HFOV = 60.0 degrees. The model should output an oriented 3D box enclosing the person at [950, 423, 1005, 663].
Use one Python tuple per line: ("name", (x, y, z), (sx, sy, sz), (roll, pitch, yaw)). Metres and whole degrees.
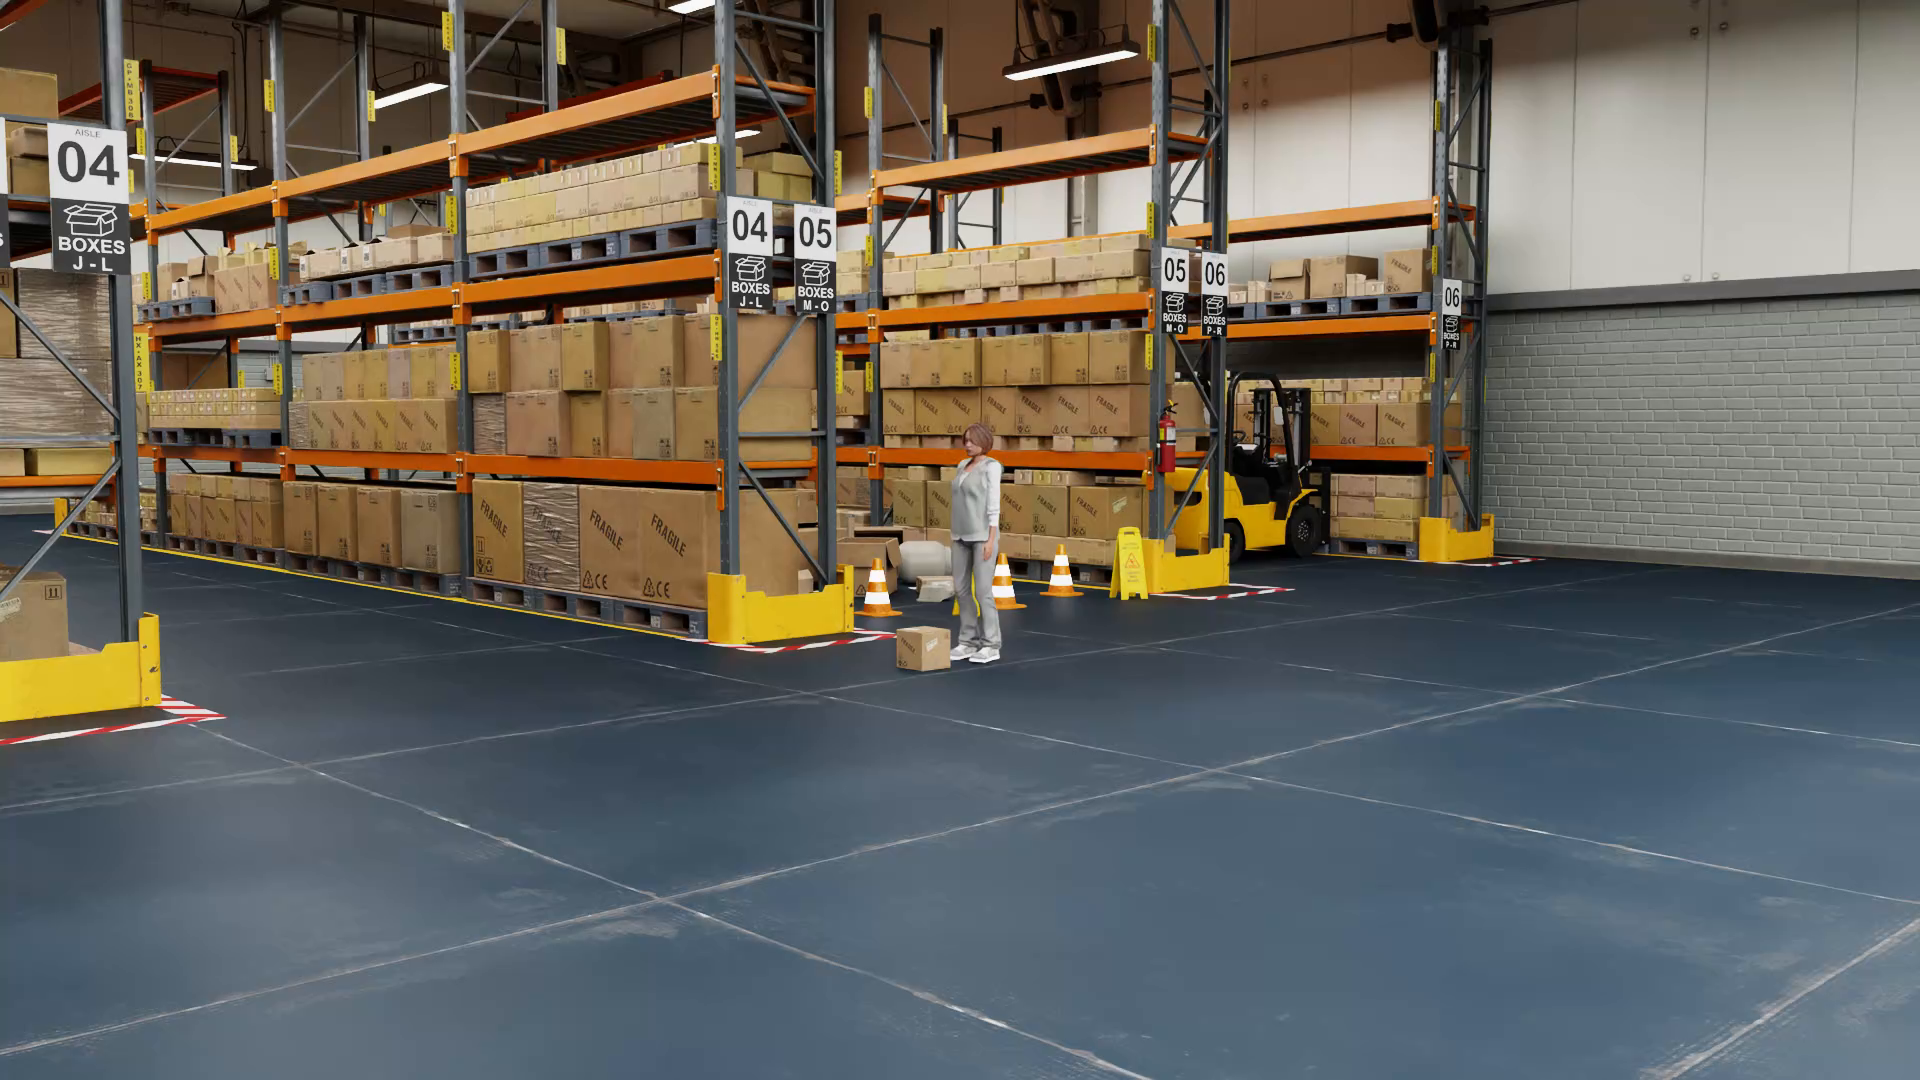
("person", (0.116, 0.017, 11.087), (0.303, 1.593, 0.407), (-4, 6, -43))
